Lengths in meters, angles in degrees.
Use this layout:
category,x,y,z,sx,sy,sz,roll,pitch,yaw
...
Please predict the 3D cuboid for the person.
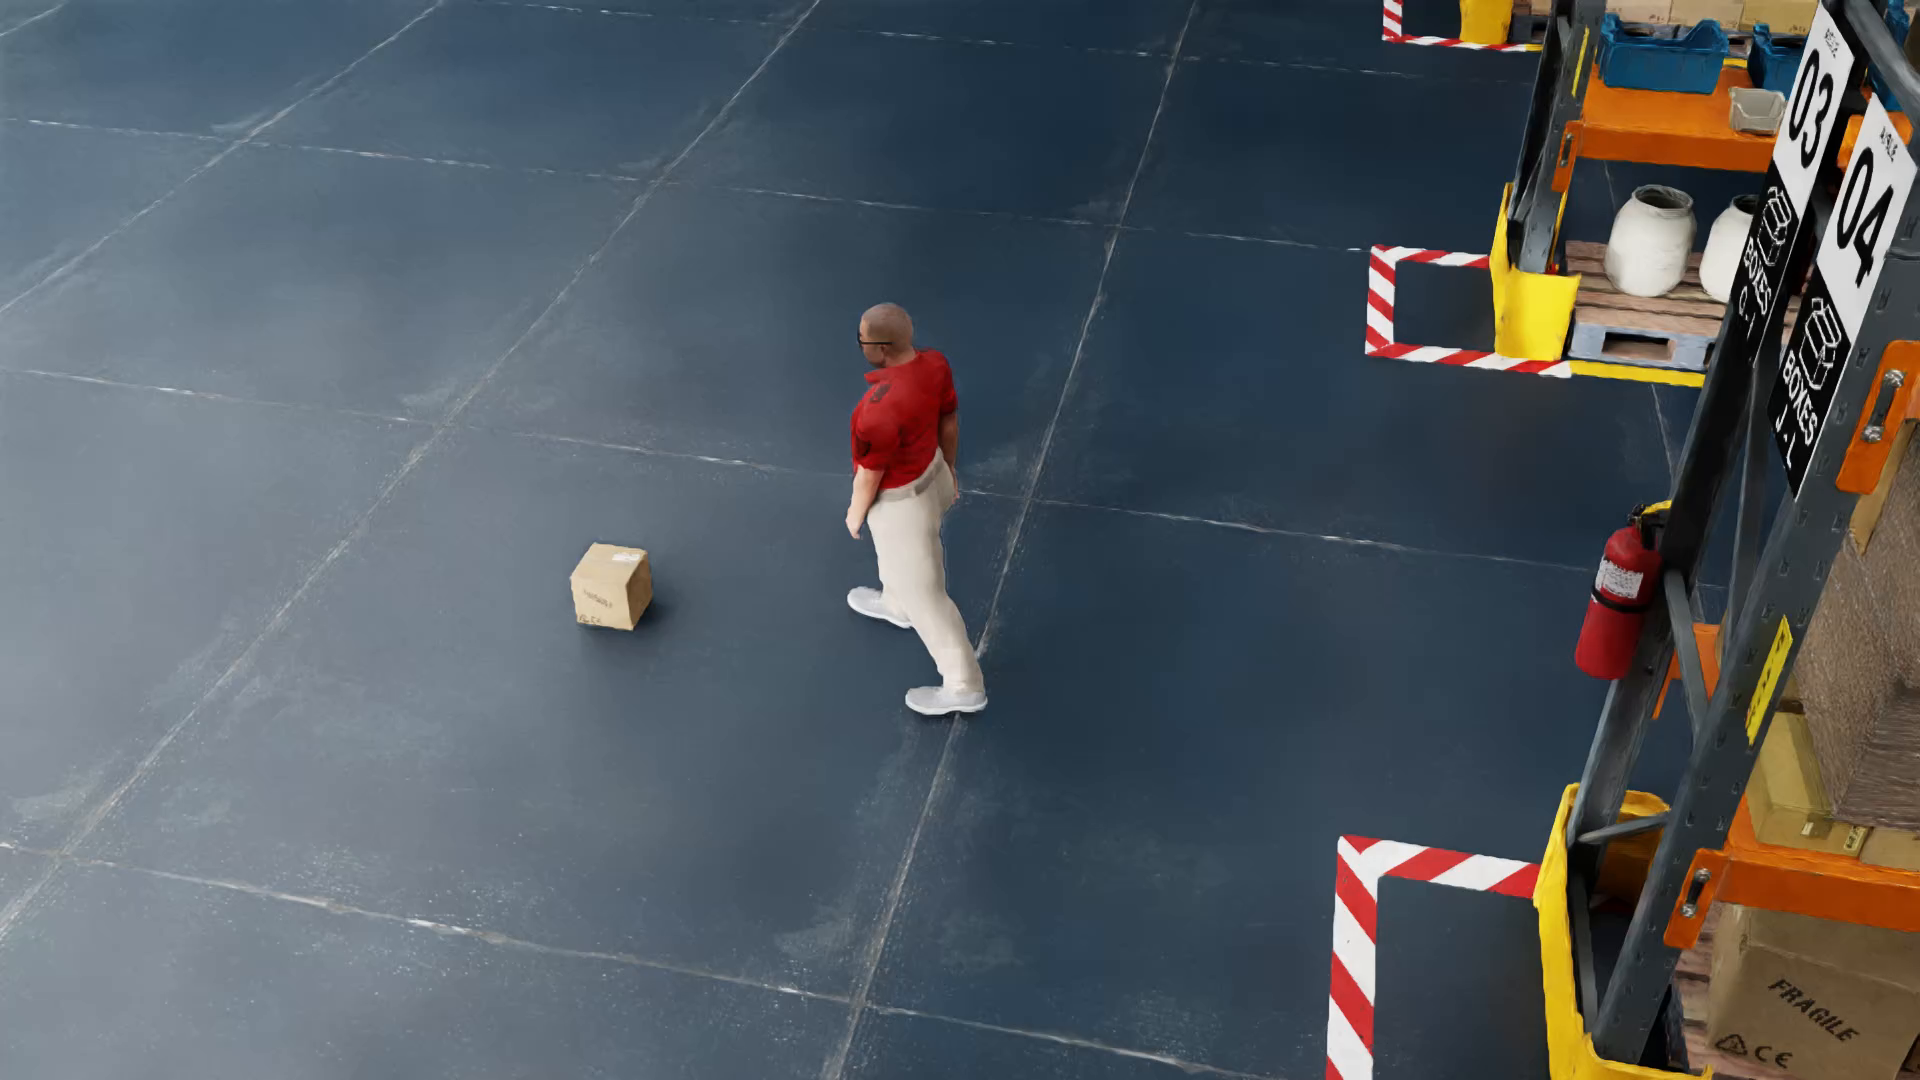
category,x,y,z,sx,sy,sz,roll,pitch,yaw
person,-0.208,-0.179,6.425,0.792,1.683,0.620,14,39,18
